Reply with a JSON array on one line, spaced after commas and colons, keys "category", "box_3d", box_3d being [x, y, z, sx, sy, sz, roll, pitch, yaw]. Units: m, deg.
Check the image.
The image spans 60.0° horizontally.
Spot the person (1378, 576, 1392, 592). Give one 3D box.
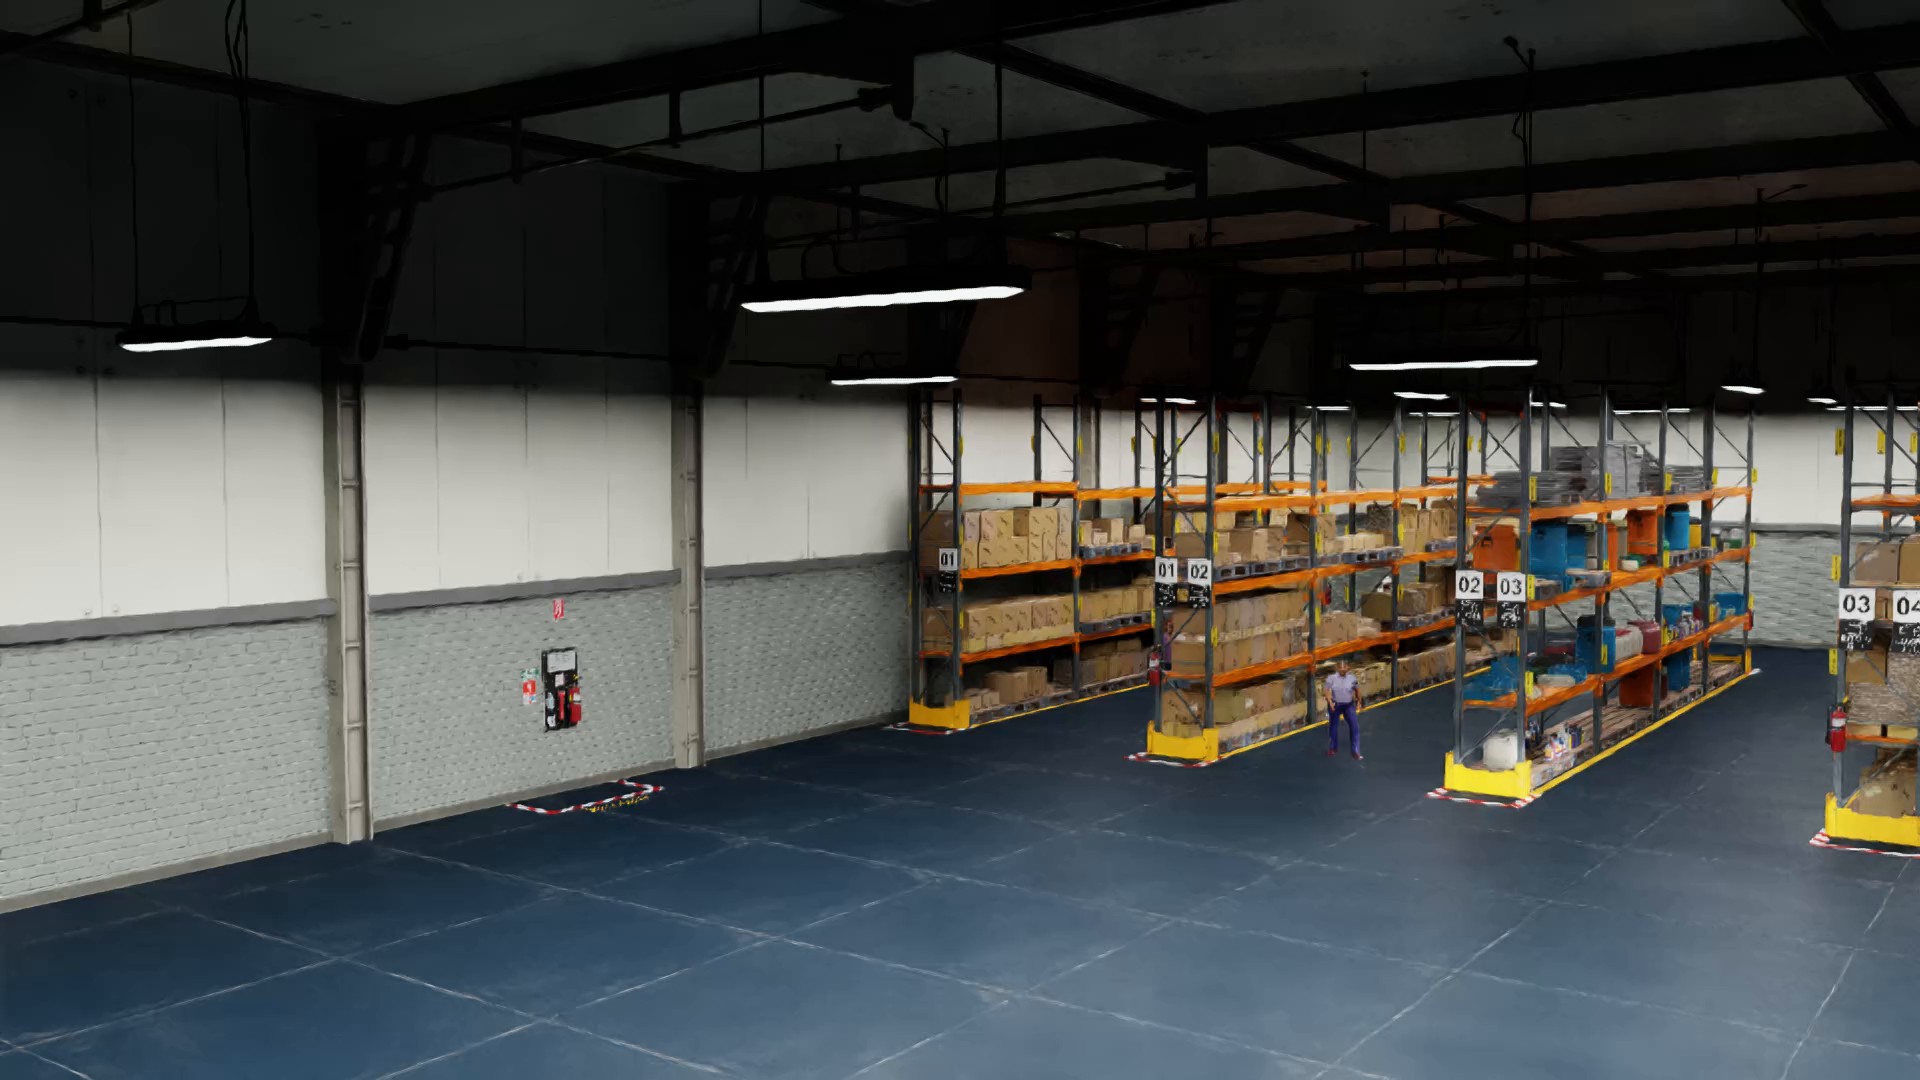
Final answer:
[{"category": "person", "box_3d": [10.779, 1.754, 41.996, 0.577, 1.691, 1.117, 3, 4, 38]}]

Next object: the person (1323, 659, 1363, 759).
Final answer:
[{"category": "person", "box_3d": [6.148, 2.684, 26.662, 0.635, 1.588, 0.752, 1, 3, 13]}]

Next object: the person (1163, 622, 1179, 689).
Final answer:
[{"category": "person", "box_3d": [4.166, 2.361, 32.723, 0.440, 1.516, 1.016, 2, 4, 26]}]
